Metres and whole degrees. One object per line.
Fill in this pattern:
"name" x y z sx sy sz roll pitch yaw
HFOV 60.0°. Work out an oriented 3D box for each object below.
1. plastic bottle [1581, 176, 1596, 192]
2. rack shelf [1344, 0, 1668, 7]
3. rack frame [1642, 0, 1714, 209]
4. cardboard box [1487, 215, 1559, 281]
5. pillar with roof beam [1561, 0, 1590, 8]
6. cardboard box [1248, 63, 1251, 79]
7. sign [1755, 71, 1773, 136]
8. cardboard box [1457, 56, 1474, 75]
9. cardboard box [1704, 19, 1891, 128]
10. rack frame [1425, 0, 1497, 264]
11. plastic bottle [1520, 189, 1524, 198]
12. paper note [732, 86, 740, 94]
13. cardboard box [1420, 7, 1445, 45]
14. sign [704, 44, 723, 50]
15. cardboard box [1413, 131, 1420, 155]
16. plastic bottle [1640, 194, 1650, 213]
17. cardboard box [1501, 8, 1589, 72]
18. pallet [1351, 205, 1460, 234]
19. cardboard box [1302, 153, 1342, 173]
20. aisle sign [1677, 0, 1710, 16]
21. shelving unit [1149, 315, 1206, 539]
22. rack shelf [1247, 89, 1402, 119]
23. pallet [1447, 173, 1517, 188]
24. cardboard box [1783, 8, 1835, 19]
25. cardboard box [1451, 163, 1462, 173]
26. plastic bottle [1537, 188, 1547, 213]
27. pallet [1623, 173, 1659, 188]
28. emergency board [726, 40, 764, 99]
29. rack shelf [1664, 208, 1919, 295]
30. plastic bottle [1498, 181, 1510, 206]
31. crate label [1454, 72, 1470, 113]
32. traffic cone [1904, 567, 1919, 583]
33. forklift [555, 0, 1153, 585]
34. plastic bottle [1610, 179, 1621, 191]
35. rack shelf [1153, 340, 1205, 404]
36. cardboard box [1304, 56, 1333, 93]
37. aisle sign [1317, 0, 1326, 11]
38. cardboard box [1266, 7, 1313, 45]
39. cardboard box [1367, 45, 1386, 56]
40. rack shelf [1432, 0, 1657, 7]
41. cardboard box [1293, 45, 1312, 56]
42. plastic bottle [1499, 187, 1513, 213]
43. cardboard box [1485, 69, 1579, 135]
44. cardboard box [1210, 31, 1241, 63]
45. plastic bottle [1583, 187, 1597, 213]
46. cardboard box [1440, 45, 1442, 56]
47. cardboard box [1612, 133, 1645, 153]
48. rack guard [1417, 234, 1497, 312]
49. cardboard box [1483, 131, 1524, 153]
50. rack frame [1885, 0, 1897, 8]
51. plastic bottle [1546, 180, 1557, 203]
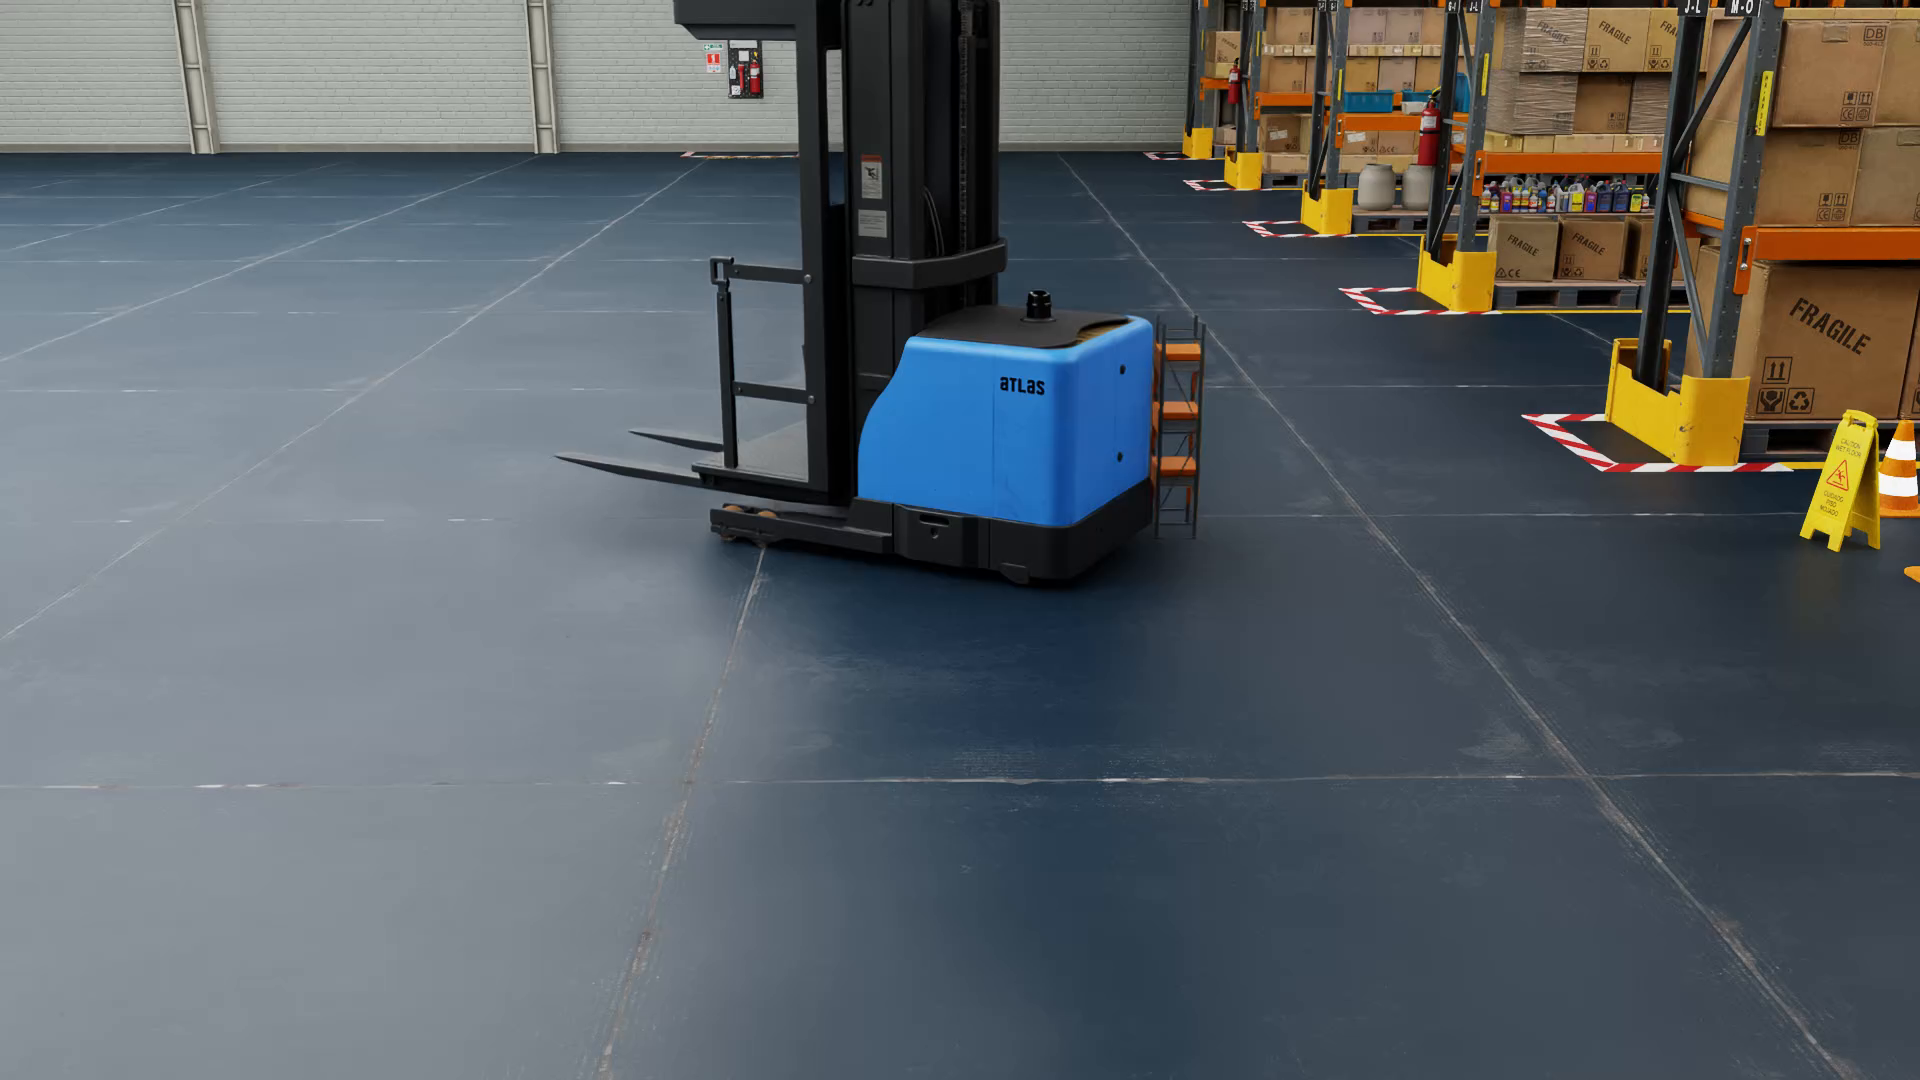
"plastic bottle" 7.366 -4.095 19.519 0.185 0.351 0.144 0 18 -1
"rack shelf" 6.178 -6.144 18.558 4.000 0.370 1.077 0 18 -1
"rack frame" 8.178 -5.068 18.936 0.127 3.000 1.000 0 18 -1
"cardboard box" 4.881 -2.544 14.471 0.500 0.500 0.500 3 18 9
"pillar with roof beam" 10.775 -9.913 24.217 0.400 9.000 9.100 0 18 -1
"cardboard box" 5.034 -7.925 28.055 0.500 0.250 0.500 -1 18 -3
"sign" 4.236 -2.301 8.764 0.005 0.325 0.100 0 18 -1
"cardboard box" 7.132 -6.620 23.610 0.500 0.500 0.700 0 18 -1
"cardboard box" 4.605 -2.596 9.217 0.550 0.550 0.875 0 18 -1
"rack frame" 4.256 -3.536 14.160 0.127 3.000 1.000 0 18 -1
"plastic bottle" 6.610 -4.028 19.553 0.097 0.201 0.097 0 18 0
"paper note" -3.941 -7.914 29.249 0.142 0.148 0.016 0 18 -1
"cardboard box" 6.654 -7.237 23.410 0.500 0.500 0.700 0 18 -1
"sign" -4.312 -8.609 29.046 0.331 0.109 0.001 0 18 -1
"cardboard box" 6.643 -5.757 23.671 0.500 0.500 0.500 0 18 -1
"plastic bottle" 7.820 -3.848 18.994 0.097 0.201 0.097 0 18 0
"cardboard box" 4.811 -4.121 13.696 0.500 0.500 0.500 0 18 -1
"pallet" 5.066 -3.738 19.355 1.213 0.211 1.003 0 18 -1
"cardboard box" 5.143 -5.391 23.755 0.500 0.250 0.500 0 18 -1
"aisle sign" 4.158 -3.350 9.324 0.004 0.787 0.394 0 18 -1
"shelving unit" 1.043 -0.542 8.020 0.215 1.050 0.252 0 18 -1
"rack shelf" 6.104 -6.229 23.732 4.000 0.370 1.077 0 18 -1
"pallet" 7.307 -5.262 24.106 1.213 0.211 1.003 0 18 -1
"cardboard box" 6.810 -4.130 13.723 0.500 0.500 0.500 0 18 -1
"cardboard box" 7.143 -5.403 23.795 0.500 0.250 0.500 0 18 -1
"plastic bottle" 6.641 -3.876 18.966 0.097 0.271 0.097 0 18 0
"pallet" 10.062 -5.276 24.147 1.213 0.211 1.003 0 18 -1
"emergency board" -3.763 -8.313 29.051 0.643 1.169 0.194 0 18 -1
"rack shelf" 6.233 -1.688 9.576 4.000 0.370 1.077 0 18 -1
"plastic bottle" 6.399 -4.098 19.650 0.135 0.276 0.152 -1 18 -2
"crate label" 6.014 -5.157 19.156 0.616 0.435 0.502 0 18 -1
"traffic cone" 4.465 -0.035 7.399 0.334 0.463 0.336 0 18 -1
"forklift" -0.629 -1.499 7.921 3.031 2.935 1.130 9 20 26
"plastic bottle" 7.536 -3.969 19.127 0.185 0.351 0.144 0 18 -1
"rack shelf" 1.043 -0.803 7.936 0.215 0.259 0.240 0 18 -1
"cardboard box" 5.096 -6.612 23.584 0.500 0.500 0.700 0 18 1
"aisle sign" 4.102 -6.377 18.761 0.004 0.787 0.394 0 18 -1
"cardboard box" 4.624 -7.226 23.374 0.500 0.500 0.700 0 18 -1
"cardboard box" 5.787 -6.861 23.300 0.250 0.149 0.380 -1 18 -2
"rack shelf" 10.021 -9.189 28.050 4.000 0.370 1.077 0 18 -1
"cardboard box" 4.764 -6.856 23.285 0.250 0.149 0.380 -1 18 -2
"plastic bottle" 6.223 -3.874 18.940 0.133 0.283 0.061 0 18 0
"cardboard box" 4.807 -3.720 14.082 0.500 0.500 0.875 0 18 -1
"cardboard box" 4.504 -8.280 27.935 0.500 0.500 0.500 0 18 -1
"plastic bottle" 7.184 -3.879 18.955 0.133 0.283 0.061 1 18 3
"cardboard box" 6.817 -6.866 23.316 0.250 0.149 0.380 0 18 -1
"cardboard box" 5.545 -3.344 13.971 0.250 0.149 0.380 0 18 -1
"rack guard" 4.332 -2.346 14.543 0.348 0.500 1.175 0 18 -1
"cardboard box" 4.545 -3.345 13.976 0.250 0.149 0.380 0 18 -1
"rack frame" 16.020 -8.133 28.489 0.127 3.000 1.000 0 18 -1
"plastic bottle" 7.010 -4.118 19.701 0.133 0.283 0.061 1 18 2
